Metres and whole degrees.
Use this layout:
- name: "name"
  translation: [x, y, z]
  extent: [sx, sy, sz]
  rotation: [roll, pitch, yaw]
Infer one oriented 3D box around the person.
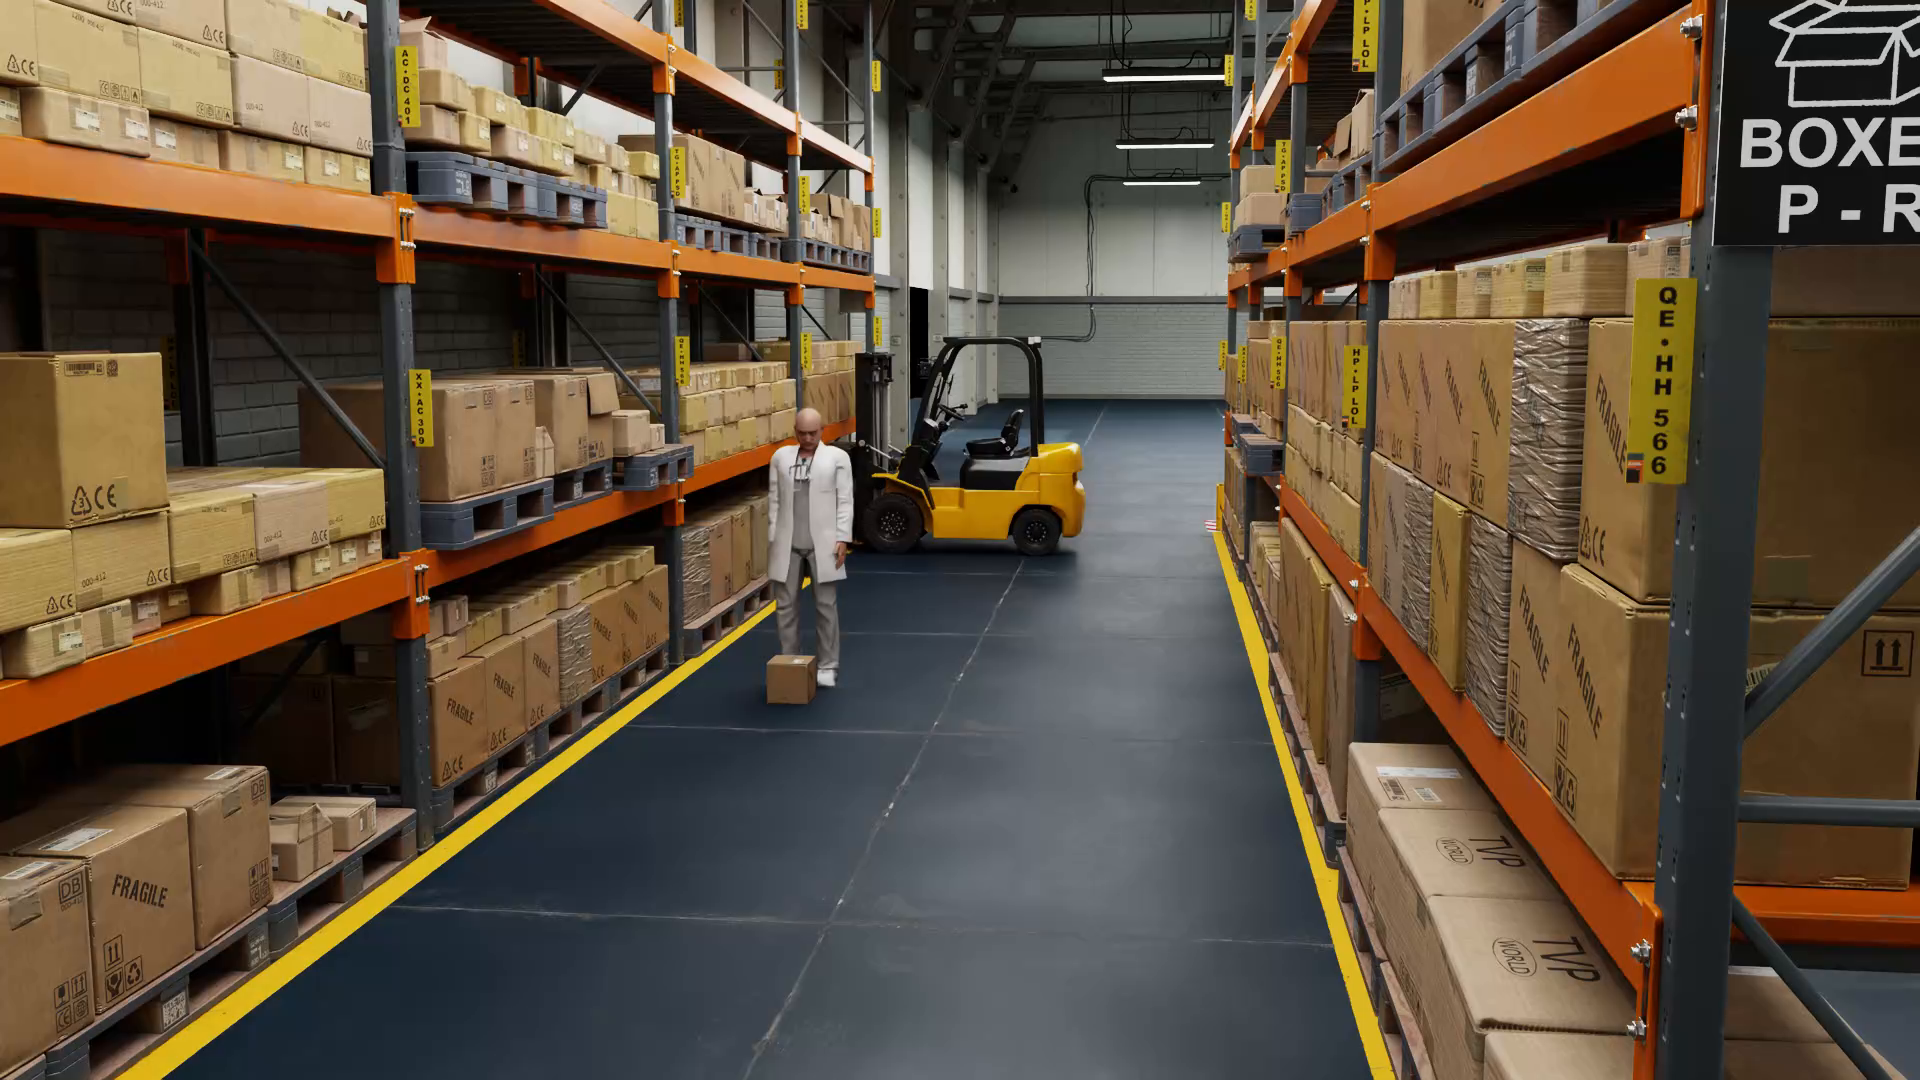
- name: "person"
  translation: [-0.957, 0.043, 10.587]
  extent: [0.565, 1.771, 0.380]
  rotation: [1, 8, 9]
